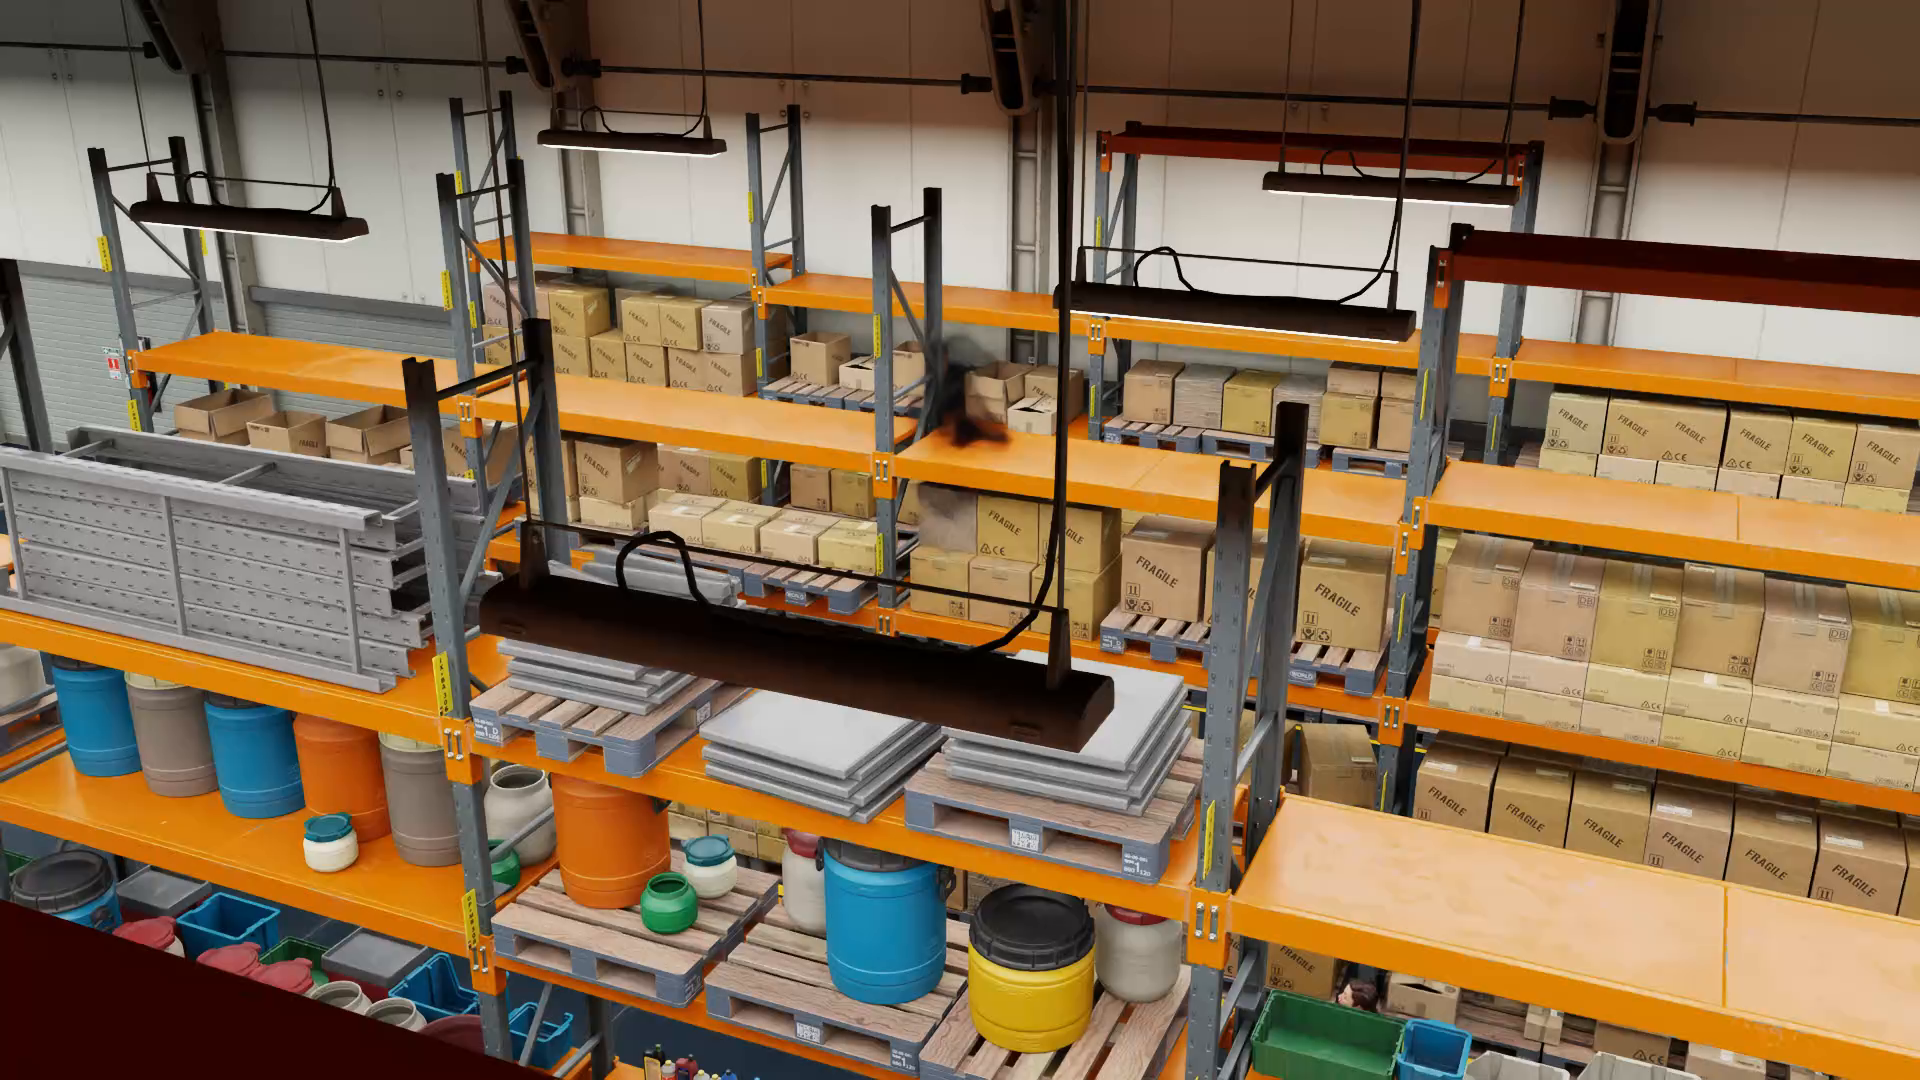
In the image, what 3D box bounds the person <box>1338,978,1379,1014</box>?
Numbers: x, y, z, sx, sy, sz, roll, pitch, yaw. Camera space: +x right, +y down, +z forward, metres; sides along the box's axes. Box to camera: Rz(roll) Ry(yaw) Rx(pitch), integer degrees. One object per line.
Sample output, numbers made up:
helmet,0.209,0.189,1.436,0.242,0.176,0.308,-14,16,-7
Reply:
person,2.532,3.567,10.885,0.548,1.625,0.581,3,21,9
